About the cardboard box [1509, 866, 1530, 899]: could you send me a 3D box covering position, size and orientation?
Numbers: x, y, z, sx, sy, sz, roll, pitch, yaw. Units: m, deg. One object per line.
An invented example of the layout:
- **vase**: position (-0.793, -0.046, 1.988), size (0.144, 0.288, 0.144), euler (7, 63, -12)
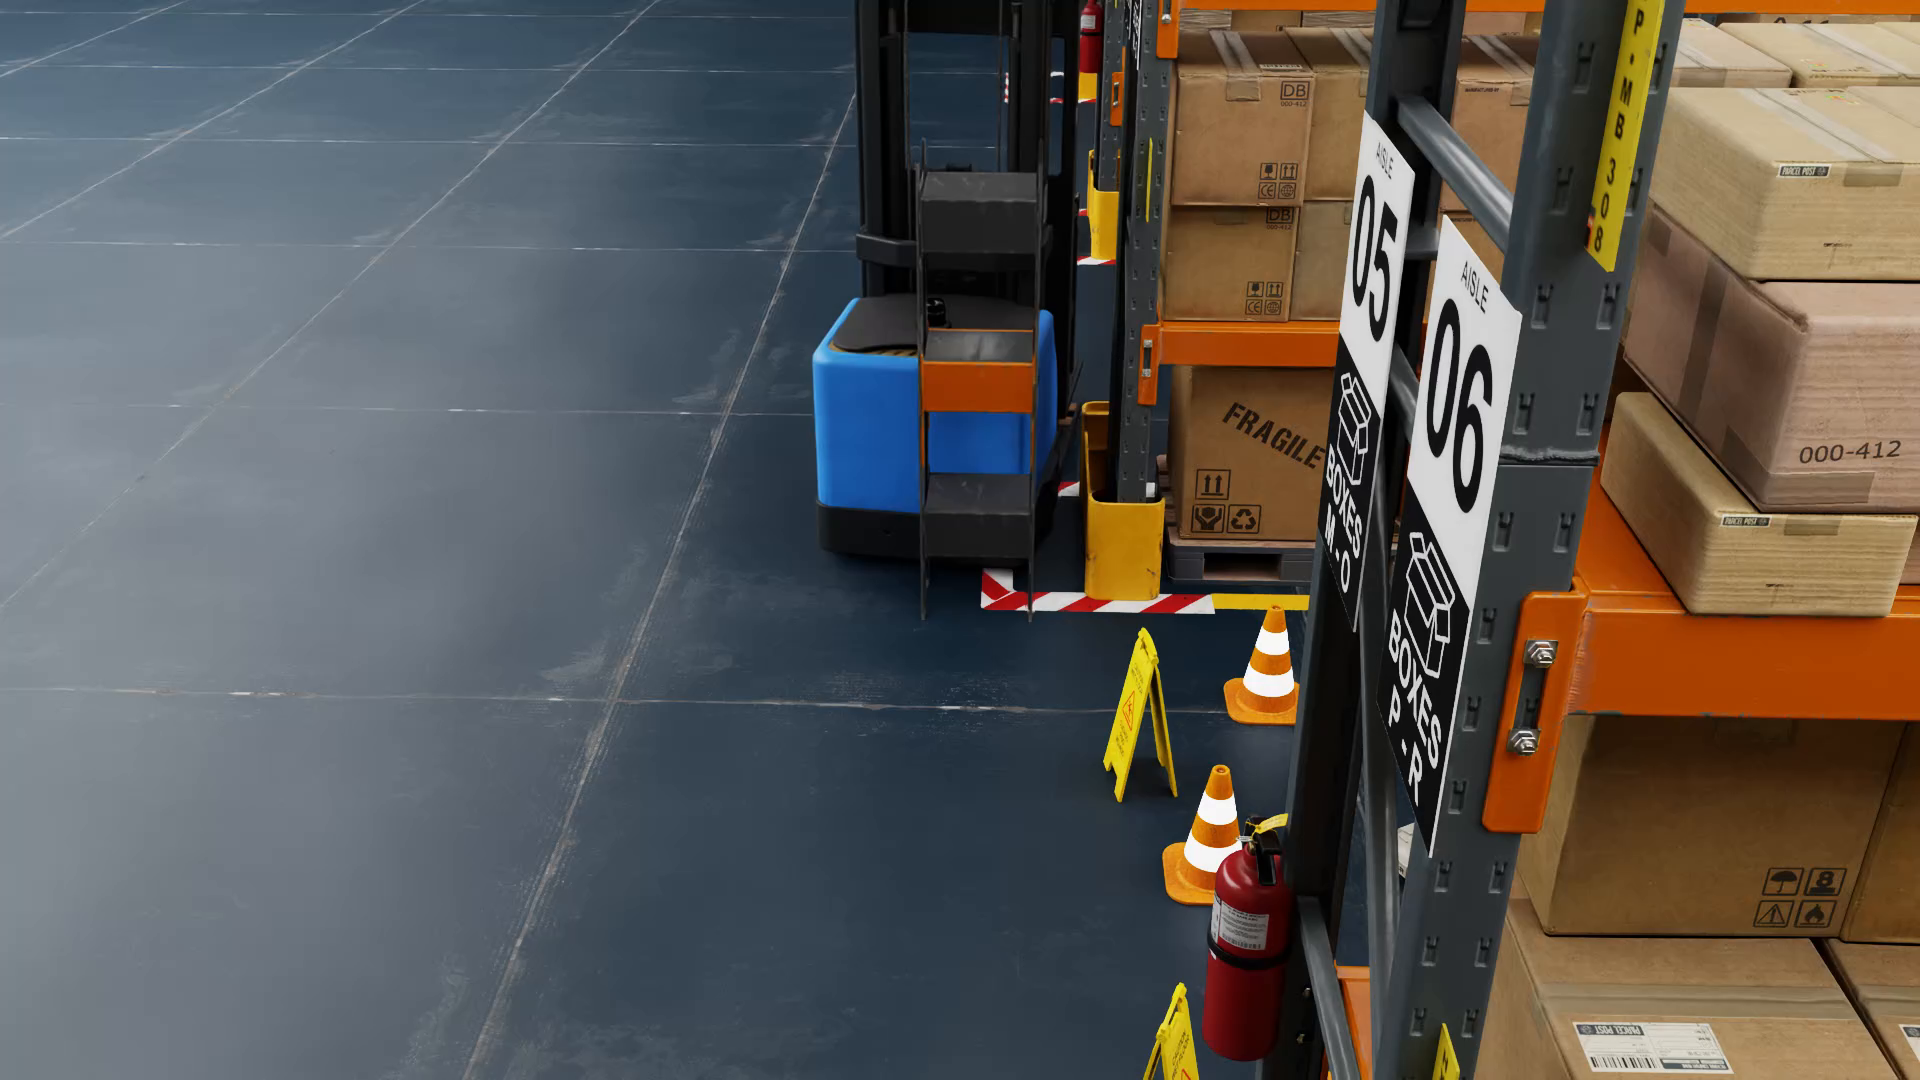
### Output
- **cardboard box**: position (1.279, 0.706, 3.292), size (0.500, 0.500, 0.500), euler (0, 28, 1)

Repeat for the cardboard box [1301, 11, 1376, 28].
- **cardboard box**: position (2.628, -3.810, 11.811), size (0.500, 0.500, 0.875), euler (1, 28, 2)

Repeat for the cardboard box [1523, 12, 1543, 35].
- **cardboard box**: position (4.128, -3.808, 11.806), size (0.500, 0.500, 0.875), euler (1, 28, 2)

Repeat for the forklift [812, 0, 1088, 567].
- **forklift**: position (0.079, -1.835, 8.583), size (1.130, 2.935, 3.031), euler (5, 28, 9)

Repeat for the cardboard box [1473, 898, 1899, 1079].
- **cardboard box**: position (1.191, 0.963, 2.806), size (0.500, 0.500, 0.500), euler (1, 28, 1)

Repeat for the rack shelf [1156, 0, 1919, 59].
- **rack shelf**: position (2.799, -2.292, 6.936), size (4.000, 0.370, 1.077), euler (1, 28, 2)

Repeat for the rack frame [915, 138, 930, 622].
- **rack frame**: position (-0.160, -0.651, 7.236), size (0.015, 2.100, 0.400), euler (1, 28, 2)

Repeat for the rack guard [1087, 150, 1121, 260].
- **rack guard**: position (1.153, -2.532, 12.492), size (0.348, 0.500, 1.175), euler (1, 28, 2)

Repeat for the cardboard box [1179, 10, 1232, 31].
- **cardboard box**: position (1.625, -3.791, 11.774), size (0.500, 0.500, 0.875), euler (1, 28, 2)

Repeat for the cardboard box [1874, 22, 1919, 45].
- **cardboard box**: position (1.587, -0.680, 2.544), size (0.250, 0.149, 0.380), euler (1, 28, 1)

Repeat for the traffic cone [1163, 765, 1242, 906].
- **traffic cone**: position (0.902, 1.000, 5.869), size (0.334, 0.463, 0.336), euler (1, 28, 2)

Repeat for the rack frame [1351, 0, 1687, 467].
- **rack frame**: position (0.727, -1.649, 1.753), size (0.127, 3.000, 1.000), euler (1, 28, 2)

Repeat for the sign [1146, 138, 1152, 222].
- **sign**: position (0.775, -1.475, 6.821), size (0.005, 0.325, 0.100), euler (1, 28, 2)

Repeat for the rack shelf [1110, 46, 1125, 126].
- **rack shelf**: position (3.076, -3.286, 12.015), size (4.000, 0.370, 1.077), euler (1, 28, 2)

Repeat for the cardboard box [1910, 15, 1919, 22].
- **cardboard box**: position (6.810, -3.817, 11.689), size (0.637, 0.503, 0.797), euler (4, 28, 7)

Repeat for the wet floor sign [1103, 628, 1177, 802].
- **wet floor sign**: position (0.702, 0.649, 6.336), size (0.232, 0.644, 0.267), euler (-4, 28, -7)

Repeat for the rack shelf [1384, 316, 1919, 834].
- **rack shelf**: position (2.726, 0.027, 2.562), size (4.000, 0.370, 1.077), euler (1, 28, 2)

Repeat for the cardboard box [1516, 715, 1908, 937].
- **cardboard box**: position (1.245, 0.290, 3.008), size (0.500, 0.500, 0.700), euler (0, 28, 1)

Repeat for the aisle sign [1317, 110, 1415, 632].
- **aisle sign**: position (0.675, -0.284, 2.808), size (0.004, 0.787, 0.394), euler (1, 28, 2)

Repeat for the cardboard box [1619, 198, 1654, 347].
- **cardboard box**: position (1.248, -0.507, 2.643), size (0.500, 0.250, 0.500), euler (1, 28, 1)

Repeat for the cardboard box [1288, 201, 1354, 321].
- **cardboard box**: position (1.724, -1.400, 7.528), size (0.550, 0.550, 0.875), euler (1, 28, 2)

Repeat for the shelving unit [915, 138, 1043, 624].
- **shelving unit**: position (0.083, -0.646, 7.227), size (0.503, 2.100, 0.431), euler (1, 28, 2)

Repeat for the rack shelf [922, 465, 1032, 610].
- **rack shelf**: position (0.084, -0.015, 7.561), size (0.480, 0.518, 0.431), euler (1, 28, 2)

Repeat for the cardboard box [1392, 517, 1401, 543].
- **cardboard box**: position (2.360, -0.570, 7.943), size (0.875, 0.875, 0.875), euler (1, 28, 1)

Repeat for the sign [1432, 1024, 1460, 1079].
- **sign**: position (0.708, 0.873, 2.477), size (0.005, 0.325, 0.100), euler (1, 28, 2)

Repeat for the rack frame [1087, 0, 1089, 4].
- **rack frame**: position (1.252, -5.956, 16.282), size (0.127, 3.000, 1.000), euler (1, 28, 2)

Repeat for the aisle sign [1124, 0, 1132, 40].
- **aisle sign**: position (0.740, -2.607, 7.191), size (0.004, 0.787, 0.394), euler (1, 28, 2)

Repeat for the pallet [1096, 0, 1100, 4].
- **pallet**: position (2.196, -7.049, 21.322), size (1.213, 0.211, 1.003), euler (1, 28, 2)

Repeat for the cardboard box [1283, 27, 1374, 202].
- **cardboard box**: position (1.723, -1.871, 7.263), size (0.550, 0.550, 0.875), euler (1, 28, 2)

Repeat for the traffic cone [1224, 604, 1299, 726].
- **traffic cone**: position (1.281, 0.477, 6.856), size (0.334, 0.463, 0.336), euler (1, 28, 2)

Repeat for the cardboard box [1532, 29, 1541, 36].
- **cardboard box**: position (2.812, -1.850, 7.224), size (0.500, 0.550, 0.875), euler (1, 28, 2)

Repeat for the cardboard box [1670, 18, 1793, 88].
- **cardboard box**: position (1.075, -0.698, 2.578), size (0.250, 0.149, 0.380), euler (1, 28, 2)

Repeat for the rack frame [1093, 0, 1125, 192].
- **rack frame**: position (1.077, -3.637, 11.909), size (0.127, 3.000, 1.000), euler (1, 28, 2)

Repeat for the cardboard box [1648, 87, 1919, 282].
- **cardboard box**: position (1.075, -0.464, 2.137), size (0.250, 0.149, 0.380), euler (1, 28, 1)

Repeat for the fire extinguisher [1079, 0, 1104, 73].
- **fire extinguisher**: position (0.979, -3.821, 12.337), size (0.183, 0.674, 0.296), euler (1, 28, 2)

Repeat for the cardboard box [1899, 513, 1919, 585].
- **cardboard box**: position (1.313, -0.093, 2.288), size (0.250, 0.149, 0.380), euler (0, 28, 0)
